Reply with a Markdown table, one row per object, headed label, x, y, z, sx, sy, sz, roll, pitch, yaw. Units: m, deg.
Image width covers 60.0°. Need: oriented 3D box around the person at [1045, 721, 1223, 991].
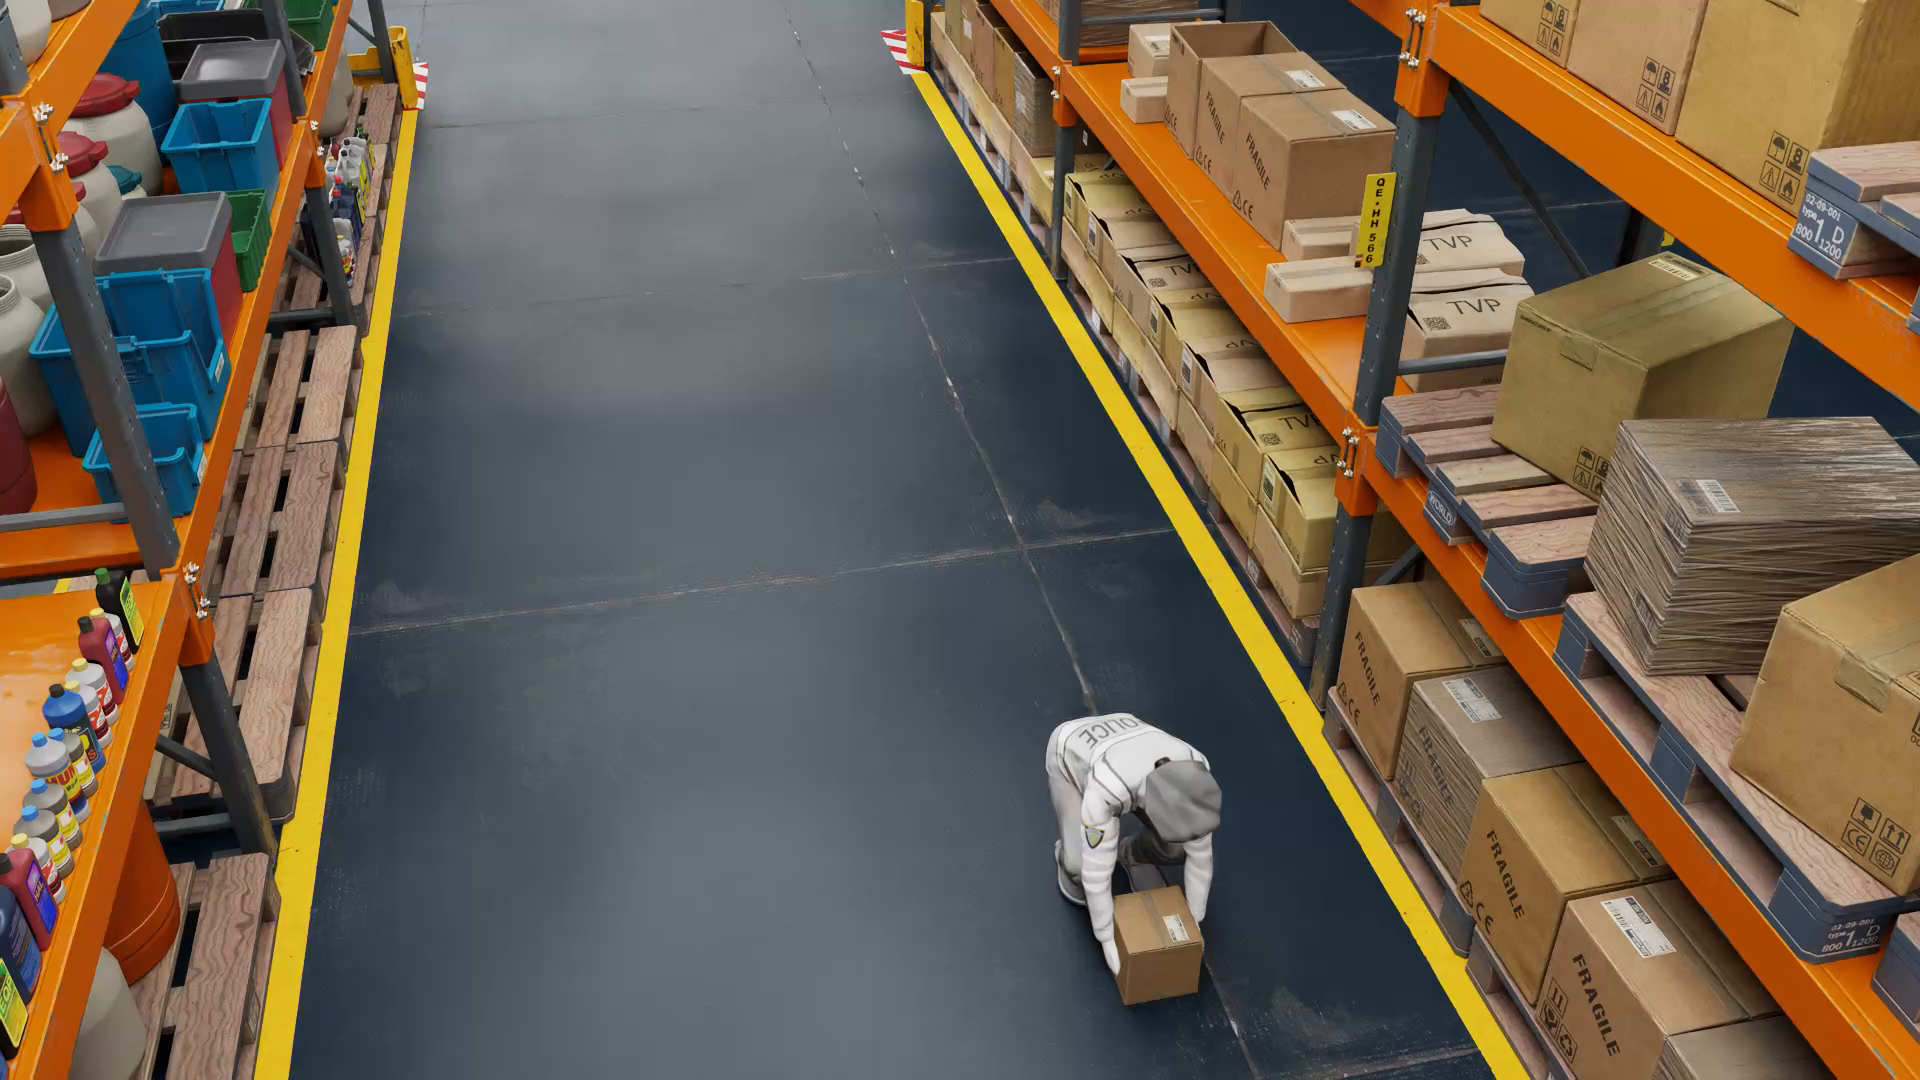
| label | x | y | z | sx | sy | sz | roll | pitch | yaw |
| --- | --- | --- | --- | --- | --- | --- | --- | --- | --- |
| person | 0.564 | 0.946 | 5.547 | 0.476 | 0.853 | 0.866 | -7 | 35 | -11 |
